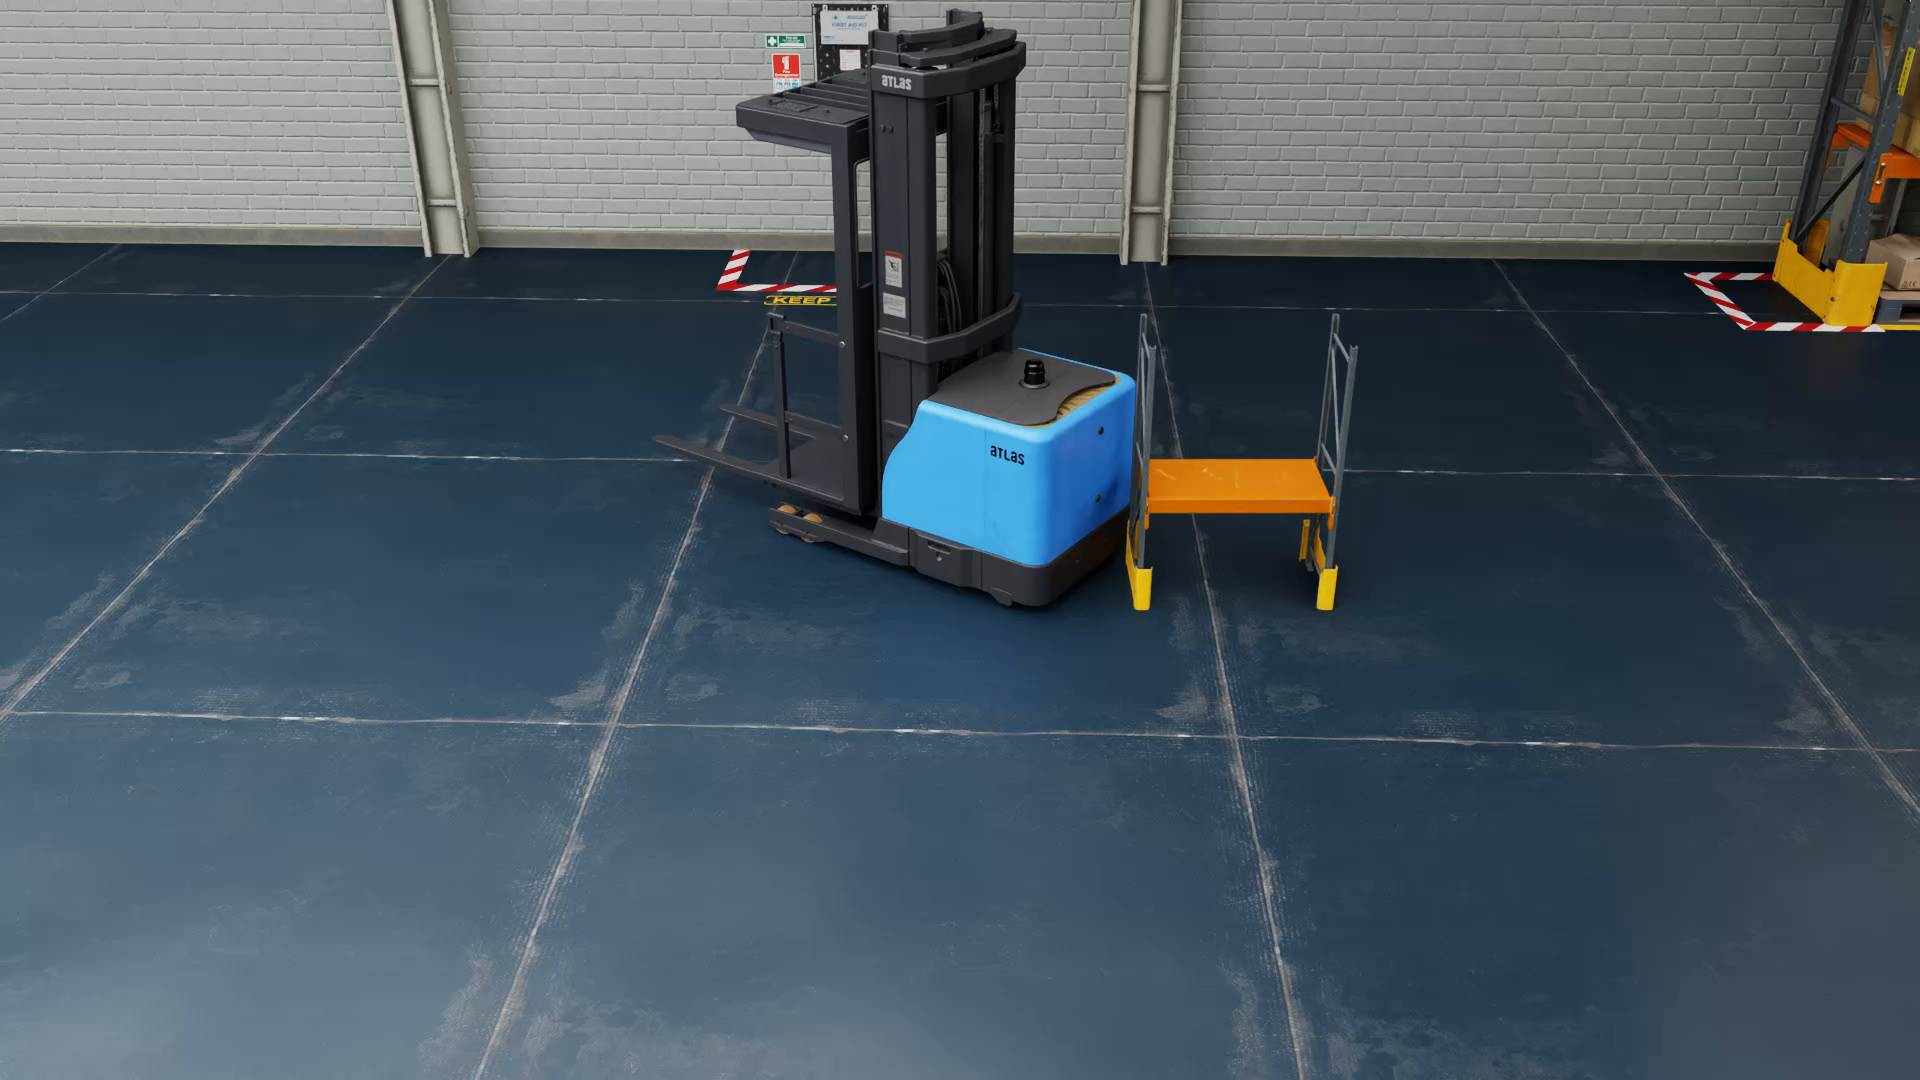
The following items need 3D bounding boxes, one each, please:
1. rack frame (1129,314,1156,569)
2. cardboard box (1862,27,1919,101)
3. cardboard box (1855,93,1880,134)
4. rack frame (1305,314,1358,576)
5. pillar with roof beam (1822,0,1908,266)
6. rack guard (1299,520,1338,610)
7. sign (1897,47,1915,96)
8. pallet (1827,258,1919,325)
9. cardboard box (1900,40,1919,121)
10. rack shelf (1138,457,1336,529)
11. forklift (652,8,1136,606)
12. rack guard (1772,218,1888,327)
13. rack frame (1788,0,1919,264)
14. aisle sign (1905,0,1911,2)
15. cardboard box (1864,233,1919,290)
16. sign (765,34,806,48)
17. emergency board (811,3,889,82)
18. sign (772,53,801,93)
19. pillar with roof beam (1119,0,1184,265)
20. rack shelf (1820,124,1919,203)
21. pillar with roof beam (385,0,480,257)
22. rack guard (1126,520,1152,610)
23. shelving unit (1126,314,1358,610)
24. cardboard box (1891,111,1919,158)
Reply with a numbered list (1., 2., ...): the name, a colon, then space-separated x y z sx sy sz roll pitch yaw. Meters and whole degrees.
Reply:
1. rack frame: 0.972 -0.418 8.938 0.032 1.500 0.500 0 28 0
2. cardboard box: 7.321 -3.617 12.710 0.500 0.500 0.500 1 28 1
3. cardboard box: 7.316 -3.277 12.869 0.500 0.250 0.500 1 28 3
4. rack frame: 1.989 -0.419 8.939 0.032 1.500 0.500 0 28 0
5. pillar with roof beam: 7.421 -4.281 8.217 0.400 9.000 9.100 1 28 2
6. rack guard: 1.988 0.133 9.232 0.087 0.250 0.587 0 28 0
7. sign: 6.823 -3.380 12.000 0.005 0.325 0.100 1 28 2
8. pallet: 7.729 -1.989 13.276 1.213 0.211 1.003 1 28 2
9. cardboard box: 7.309 -3.377 12.256 0.500 0.500 0.500 1 28 2
10. rack shelf: 1.481 -0.260 9.023 1.000 0.185 0.538 0 28 0
11. forklift: -0.514 -1.463 9.380 3.031 2.935 1.130 18 33 30
12. rack guard: 6.918 -2.146 13.265 0.348 0.500 1.175 1 28 2
13. rack frame: 6.842 -3.252 12.682 0.127 3.000 1.000 1 28 2
14. aisle sign: 6.760 -4.261 11.810 0.004 0.787 0.394 1 28 2
15. cardboard box: 7.531 -2.205 13.107 0.500 0.311 0.500 -2 28 -4
16. sign: -1.437 -4.106 13.689 0.331 0.109 0.001 1 28 2
17. emergency board: -0.892 -3.803 13.722 0.643 1.169 0.194 1 28 2
18. sign: -1.441 -3.876 13.821 0.234 0.329 0.001 1 28 2
19. pillar with roof beam: 1.424 -4.380 8.404 0.400 9.000 9.100 1 28 2
20. rack shelf: 8.841 -2.901 12.788 4.000 0.370 1.077 1 28 2
21. pillar with roof beam: -4.572 -4.479 8.592 0.400 9.000 9.100 1 28 2
22. rack guard: 0.992 0.134 9.231 0.087 0.250 0.587 0 28 0
23. shelving unit: 1.490 -0.419 8.938 1.083 1.500 0.587 0 28 0
24. cardboard box: 7.319 -3.038 12.417 0.500 0.250 0.500 0 28 0
